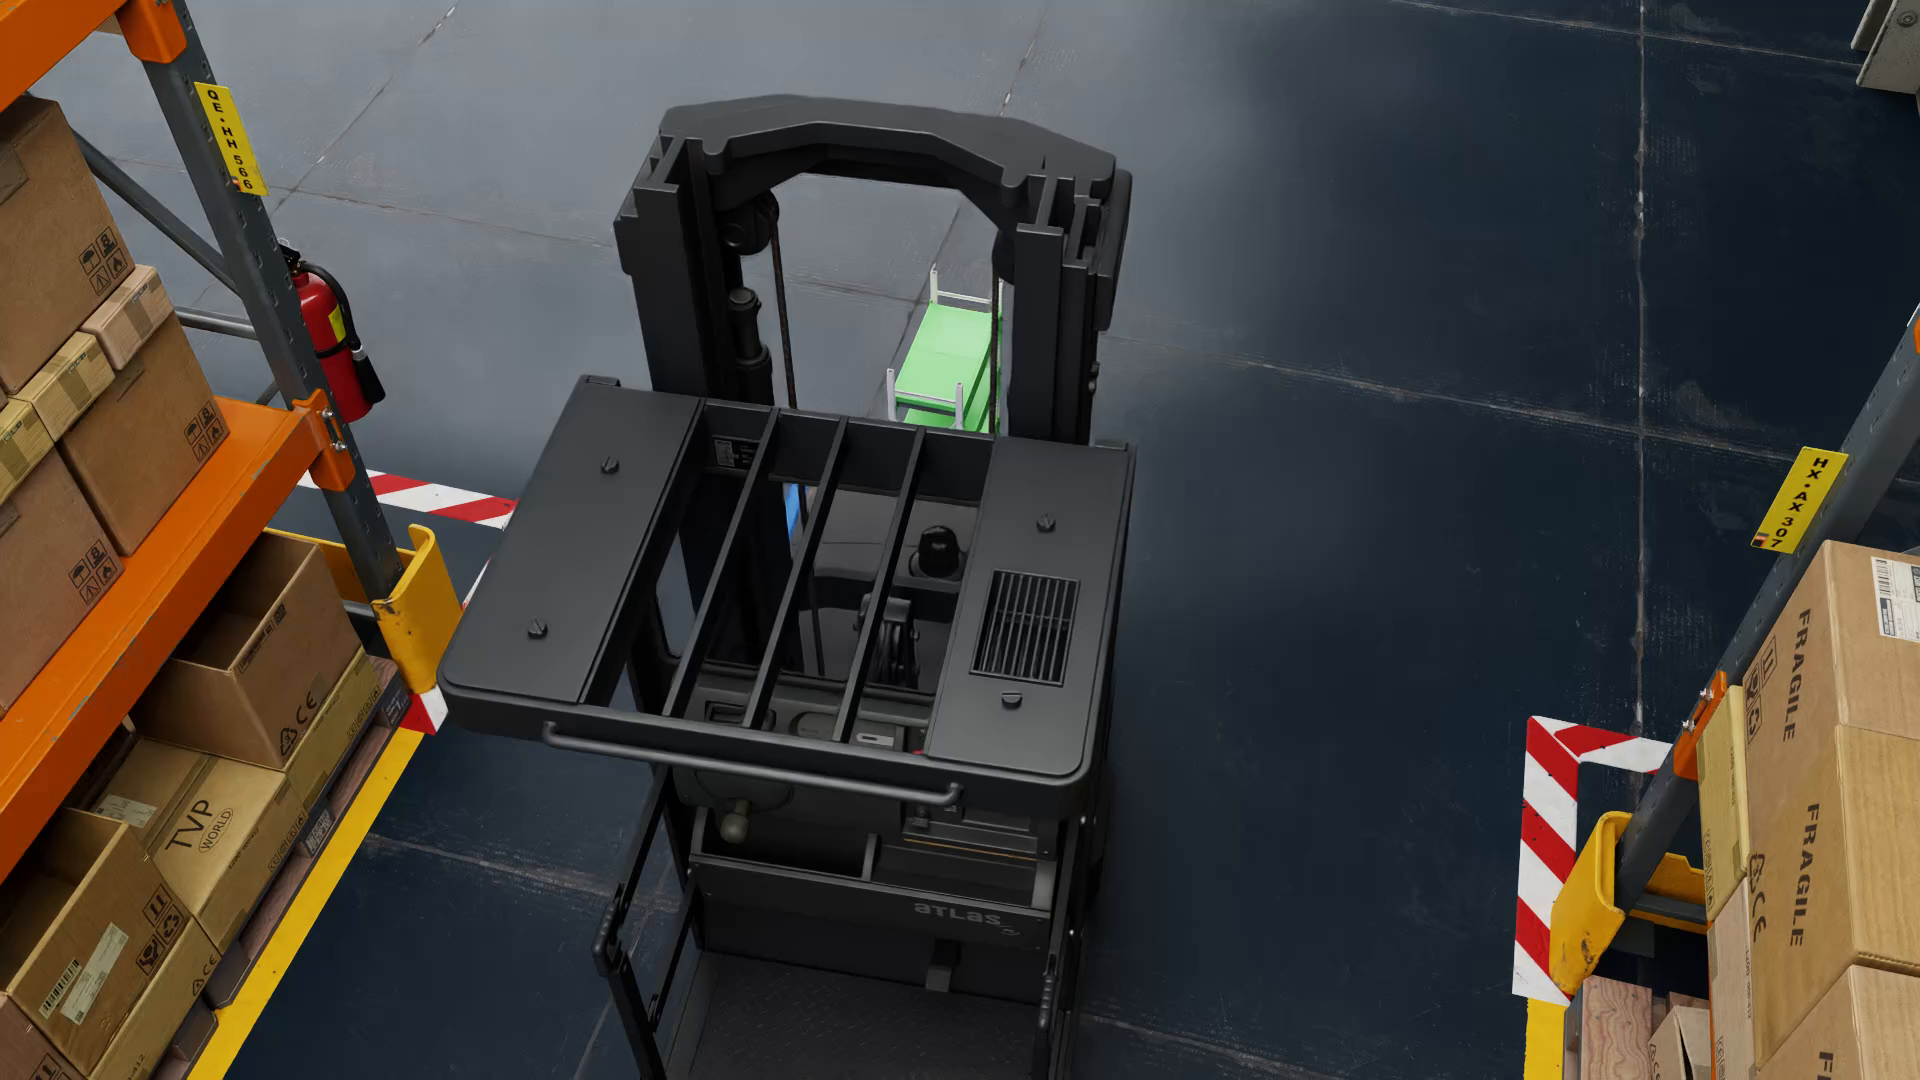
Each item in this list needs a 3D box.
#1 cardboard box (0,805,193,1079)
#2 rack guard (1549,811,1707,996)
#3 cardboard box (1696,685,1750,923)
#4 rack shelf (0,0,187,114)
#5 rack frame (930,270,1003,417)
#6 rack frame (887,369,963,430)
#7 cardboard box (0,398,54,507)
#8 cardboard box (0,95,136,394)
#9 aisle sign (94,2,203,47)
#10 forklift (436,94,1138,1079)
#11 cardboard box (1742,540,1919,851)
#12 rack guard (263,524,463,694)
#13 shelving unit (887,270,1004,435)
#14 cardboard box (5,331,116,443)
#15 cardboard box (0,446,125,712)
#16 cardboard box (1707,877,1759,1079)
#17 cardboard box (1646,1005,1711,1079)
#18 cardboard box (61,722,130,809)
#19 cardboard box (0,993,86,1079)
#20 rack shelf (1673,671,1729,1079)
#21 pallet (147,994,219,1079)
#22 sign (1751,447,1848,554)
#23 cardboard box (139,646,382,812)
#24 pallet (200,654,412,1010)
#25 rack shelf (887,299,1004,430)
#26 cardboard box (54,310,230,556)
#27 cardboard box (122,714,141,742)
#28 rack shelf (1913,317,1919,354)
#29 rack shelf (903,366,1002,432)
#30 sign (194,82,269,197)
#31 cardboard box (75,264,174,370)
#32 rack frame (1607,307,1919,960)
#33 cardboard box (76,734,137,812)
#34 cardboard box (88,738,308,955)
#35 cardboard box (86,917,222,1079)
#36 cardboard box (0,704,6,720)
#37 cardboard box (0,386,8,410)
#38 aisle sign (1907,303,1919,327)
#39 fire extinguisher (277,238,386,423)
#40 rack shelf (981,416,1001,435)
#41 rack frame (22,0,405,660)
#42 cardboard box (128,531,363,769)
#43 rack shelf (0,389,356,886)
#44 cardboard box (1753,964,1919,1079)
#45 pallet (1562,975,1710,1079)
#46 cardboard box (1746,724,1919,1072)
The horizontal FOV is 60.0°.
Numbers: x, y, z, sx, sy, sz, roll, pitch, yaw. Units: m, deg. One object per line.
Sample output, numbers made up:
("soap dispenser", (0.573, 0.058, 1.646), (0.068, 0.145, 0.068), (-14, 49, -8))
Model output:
("cardboard box", (-2.468, 1.028, 4.395), (0.500, 0.500, 0.500), (12, 50, 10))
("rack guard", (2.395, 1.190, 4.866), (1.175, 0.500, 0.348), (12, 50, 10))
("cardboard box", (1.980, 0.641, 3.770), (0.500, 0.250, 0.500), (10, 49, 9))
("rack shelf", (-2.891, 0.025, 2.706), (1.077, 0.370, 4.000), (12, 50, 10))
("rack frame", (0.021, -0.454, 5.850), (0.240, 1.200, 0.015), (12, 50, 10))
("rack frame", (-0.108, -0.101, 5.539), (0.240, 1.200, 0.015), (12, 50, 10))
("cardboard box", (-2.416, -0.226, 3.950), (0.380, 0.149, 0.250), (11, 49, 9))
("cardboard box", (-2.514, -0.756, 3.985), (0.700, 0.500, 0.500), (12, 50, 10))
("aisle sign", (-2.064, -1.517, 3.854), (0.394, 0.787, 0.004), (12, 50, 10))
("forklift", (-0.256, 0.654, 3.717), (1.130, 2.935, 3.031), (8, 49, 7))
("cardboard box", (2.000, 0.389, 3.493), (0.500, 0.500, 0.500), (12, 50, 10))
("rack guard", (-2.359, 0.143, 5.791), (1.175, 0.500, 0.348), (12, 50, 10))
("shelving unit", (-0.044, -0.277, 5.694), (0.258, 1.200, 0.503), (12, 50, 10))
("cardboard box", (-2.349, -0.411, 4.113), (0.380, 0.149, 0.250), (13, 50, 11))
("cardboard box", (-2.634, 0.016, 4.169), (0.700, 0.500, 0.500), (13, 50, 11))
("cardboard box", (1.857, 1.019, 3.436), (0.500, 0.250, 0.500), (10, 49, 9))
("cardboard box", (2.146, 1.535, 4.395), (0.500, 0.311, 0.500), (7, 49, 6))
("cardboard box", (-2.850, 0.562, 4.807), (0.500, 0.500, 0.500), (12, 50, 10))
("cardboard box", (-2.601, 1.390, 4.076), (0.500, 0.500, 0.500), (12, 50, 10))
("rack shelf", (1.889, 1.992, 2.971), (1.077, 0.370, 4.000), (12, 50, 10))
("pallet", (-2.849, 1.697, 4.612), (1.003, 0.211, 1.213), (12, 50, 10))
("sign", (1.892, -0.086, 3.748), (0.100, 0.325, 0.005), (12, 50, 10))
("cardboard box", (-2.221, 0.550, 5.318), (0.500, 0.250, 0.500), (12, 50, 10))
("pallet", (-2.526, 0.817, 5.388), (1.003, 0.211, 1.213), (12, 50, 10))
("rack shelf", (-0.044, -0.553, 5.383), (0.258, 0.148, 0.480), (12, 50, 10))
("cardboard box", (-2.500, -0.365, 4.505), (0.700, 0.500, 0.500), (12, 50, 10))
("cardboard box", (-2.721, 0.448, 5.408), (0.500, 0.250, 0.500), (12, 50, 10))
("rack shelf", (1.889, 1.000, 1.846), (1.077, 0.370, 4.000), (12, 50, 10))
("rack shelf", (-0.044, -0.394, 5.562), (0.258, 0.148, 0.480), (12, 50, 10))
("sign", (-1.845, -1.012, 4.212), (0.100, 0.325, 0.005), (12, 50, 10))
("cardboard box", (-2.282, -0.601, 4.280), (0.380, 0.149, 0.250), (11, 49, 9))
("rack frame", (2.415, 0.308, 3.978), (1.000, 3.000, 0.127), (12, 50, 10))
("cardboard box", (-2.849, 0.810, 5.088), (0.500, 0.250, 0.500), (12, 50, 10))
("cardboard box", (-2.341, 0.914, 4.997), (0.500, 0.250, 0.500), (12, 50, 10))
("cardboard box", (-2.471, 1.276, 4.677), (0.500, 0.250, 0.500), (12, 50, 10))
("cardboard box", (-2.770, 0.374, 3.853), (0.700, 0.500, 0.500), (12, 50, 10))
("cardboard box", (-2.647, -0.375, 3.648), (0.700, 0.500, 0.500), (10, 49, 9))
("aisle sign", (2.145, -0.664, 3.101), (0.394, 0.787, 0.004), (12, 50, 10))
("fire extinguisher", (-1.886, -0.635, 4.862), (0.296, 0.674, 0.183), (12, 50, 10))
("rack shelf", (-0.044, -0.235, 5.742), (0.258, 0.148, 0.480), (12, 50, 10))
("rack frame", (-2.365, -0.667, 4.838), (1.000, 3.000, 0.127), (12, 50, 10))
("cardboard box", (-2.219, 0.302, 5.036), (0.500, 0.500, 0.500), (12, 50, 10))
("rack shelf", (-2.891, 1.018, 3.831), (1.077, 0.370, 4.000), (12, 50, 10))
("cardboard box", (1.718, 1.117, 2.850), (0.500, 0.500, 0.500), (10, 49, 9))
("pallet", (2.147, 1.866, 4.462), (1.003, 0.211, 1.213), (12, 50, 10))
("cardboard box", (1.860, 0.744, 3.179), (0.500, 0.500, 0.500), (12, 50, 10))
